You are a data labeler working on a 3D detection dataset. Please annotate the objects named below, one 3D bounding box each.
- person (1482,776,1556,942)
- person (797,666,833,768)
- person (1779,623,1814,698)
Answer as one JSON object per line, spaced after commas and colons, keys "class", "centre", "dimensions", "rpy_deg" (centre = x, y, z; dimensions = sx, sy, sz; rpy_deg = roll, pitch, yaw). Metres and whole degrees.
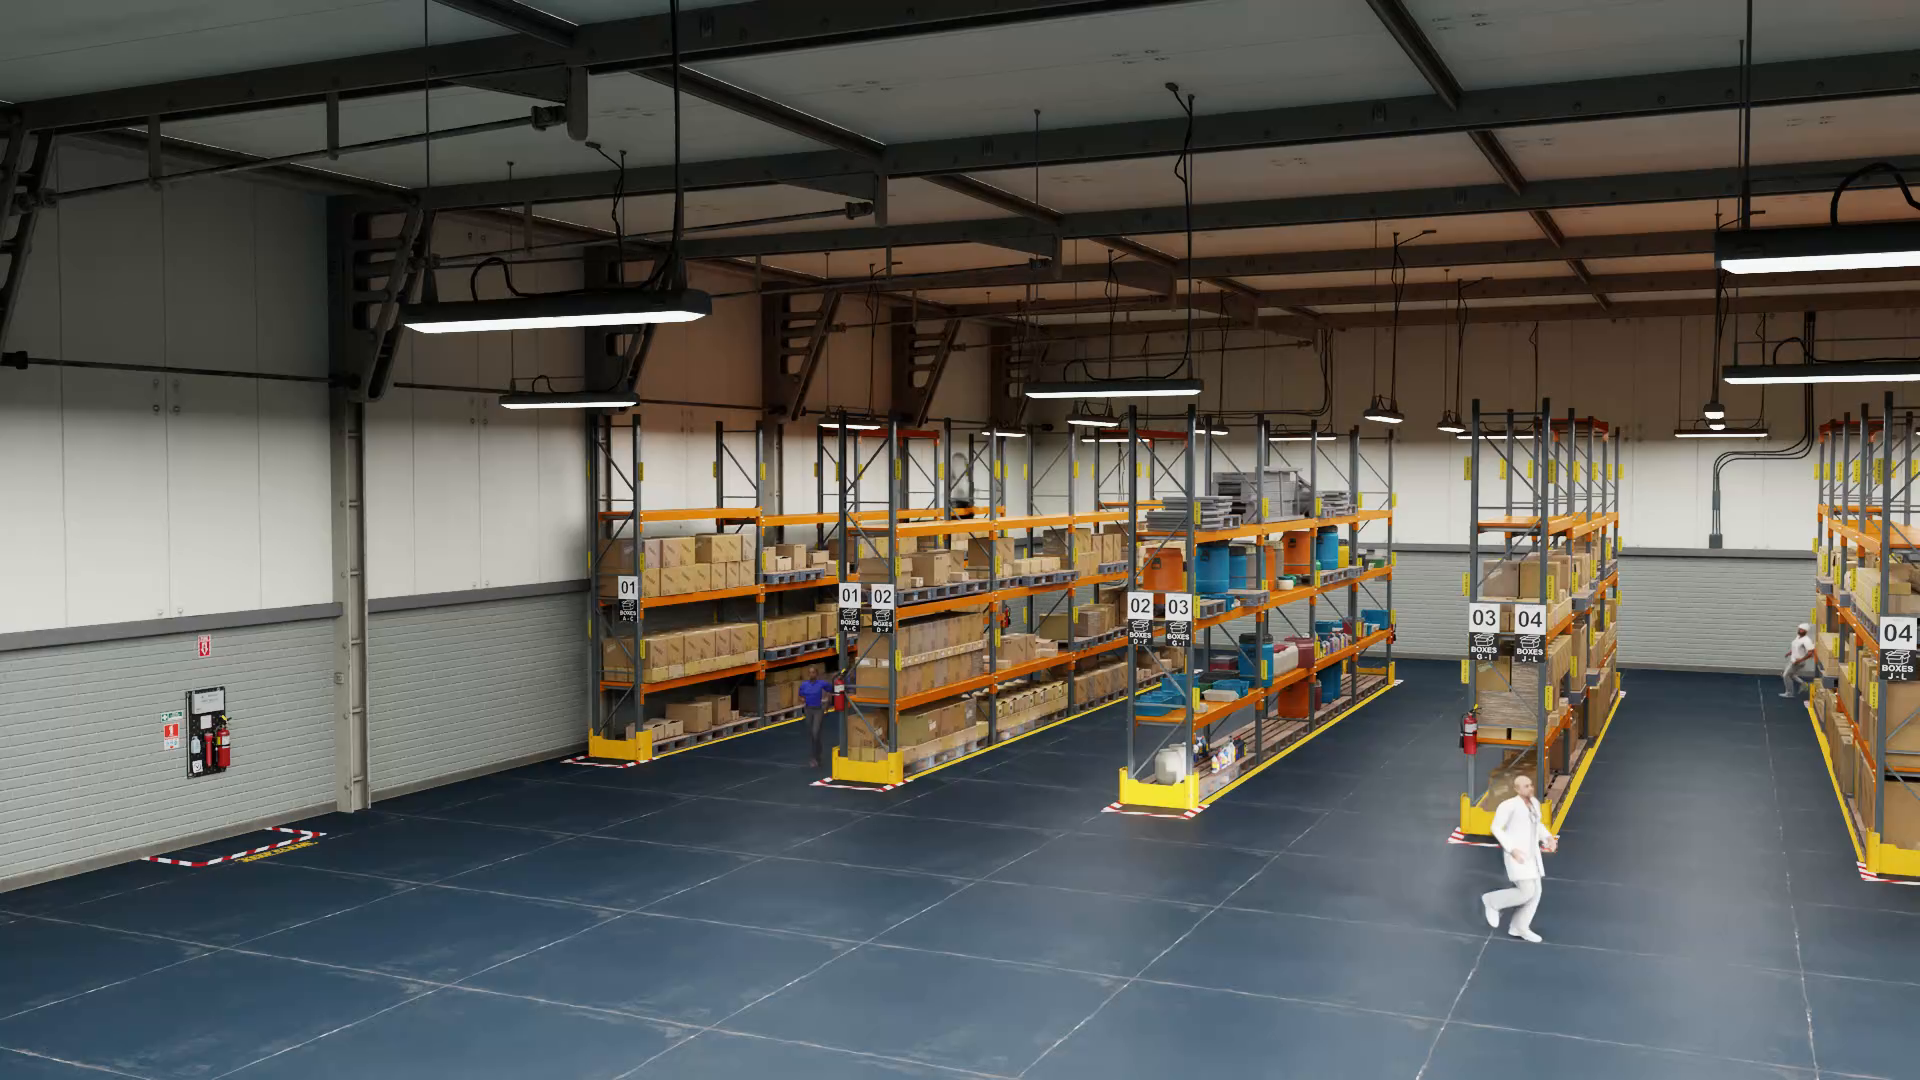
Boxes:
{"class": "person", "centre": [6.031, 3.399, 17.898], "dimensions": [0.705, 1.750, 0.688], "rpy_deg": [-2, 3, -33]}
{"class": "person", "centre": [-2.494, 3.001, 28.448], "dimensions": [0.567, 1.707, 0.787], "rpy_deg": [1, 2, 18]}
{"class": "person", "centre": [18.386, 2.652, 36.553], "dimensions": [0.606, 1.676, 0.763], "rpy_deg": [1, 2, 15]}
